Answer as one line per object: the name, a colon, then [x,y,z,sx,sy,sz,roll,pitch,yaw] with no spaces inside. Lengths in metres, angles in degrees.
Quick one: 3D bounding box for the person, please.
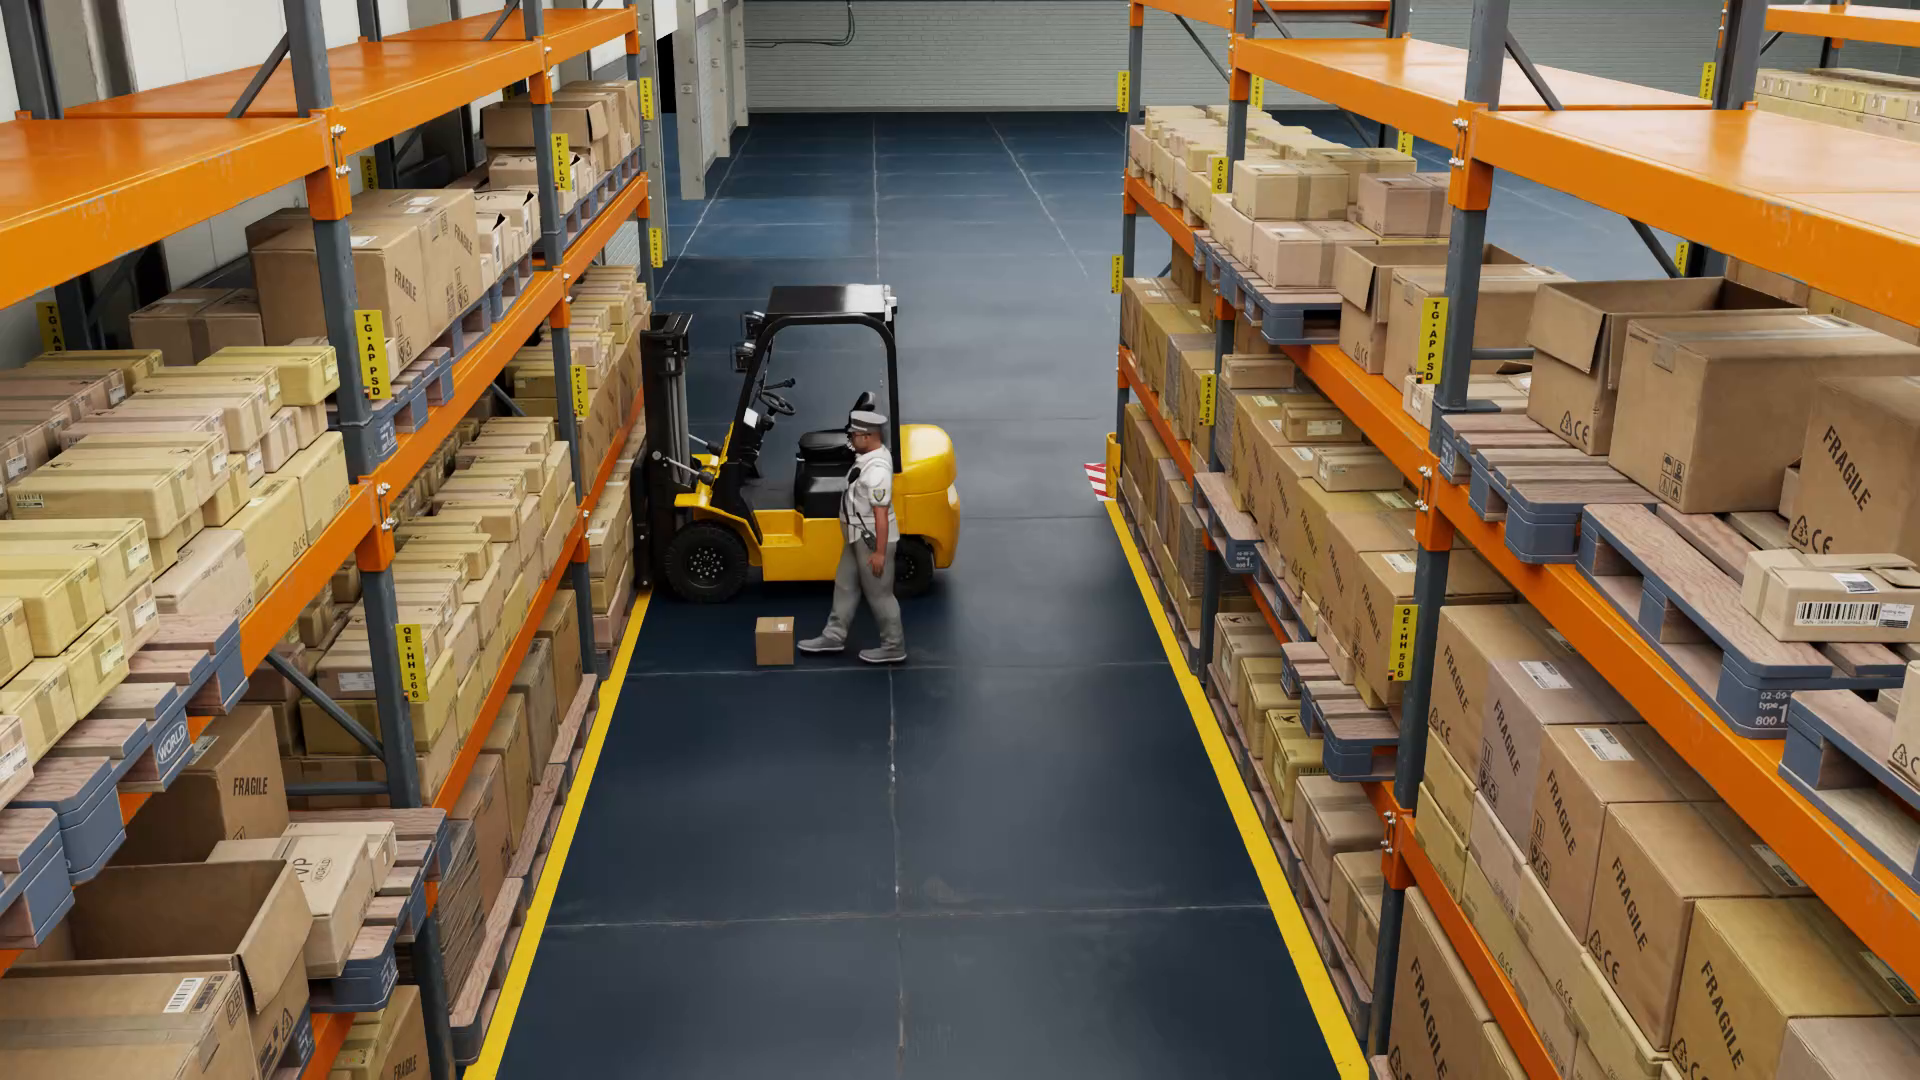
person: [-0.738,-0.006,11.052,0.736,1.742,0.562,-3,20,-7]
